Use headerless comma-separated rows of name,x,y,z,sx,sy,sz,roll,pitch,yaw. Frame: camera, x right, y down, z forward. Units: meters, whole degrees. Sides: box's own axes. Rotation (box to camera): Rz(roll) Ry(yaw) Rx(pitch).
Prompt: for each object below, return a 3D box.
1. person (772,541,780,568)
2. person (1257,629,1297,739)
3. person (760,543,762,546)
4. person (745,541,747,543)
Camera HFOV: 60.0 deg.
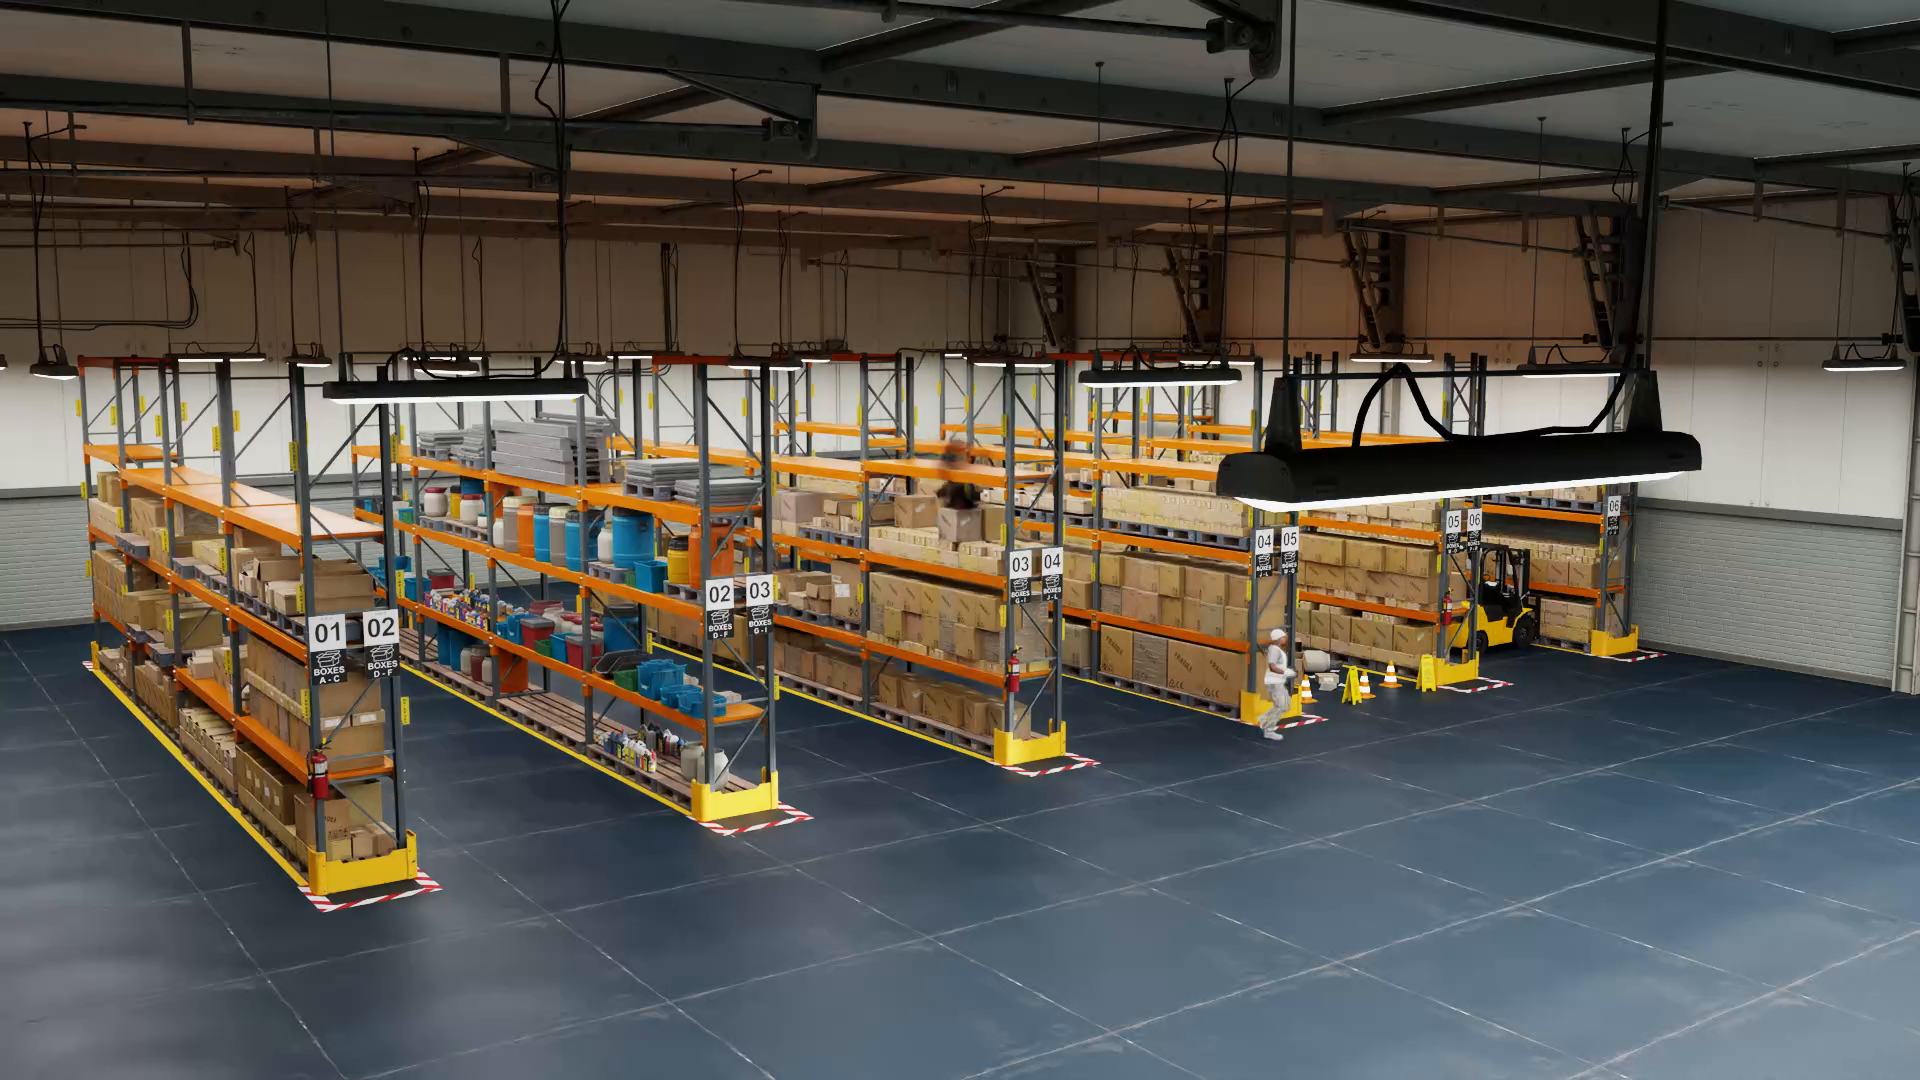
person,-4.412,0.878,38.045,0.692,1.739,0.768,-5,8,-35
person,5.051,2.273,26.461,0.626,1.721,0.701,2,7,15
person,-4.795,0.525,41.542,0.518,1.618,0.658,4,8,31
person,-4.947,0.808,38.908,0.653,1.693,0.846,-3,8,-24
